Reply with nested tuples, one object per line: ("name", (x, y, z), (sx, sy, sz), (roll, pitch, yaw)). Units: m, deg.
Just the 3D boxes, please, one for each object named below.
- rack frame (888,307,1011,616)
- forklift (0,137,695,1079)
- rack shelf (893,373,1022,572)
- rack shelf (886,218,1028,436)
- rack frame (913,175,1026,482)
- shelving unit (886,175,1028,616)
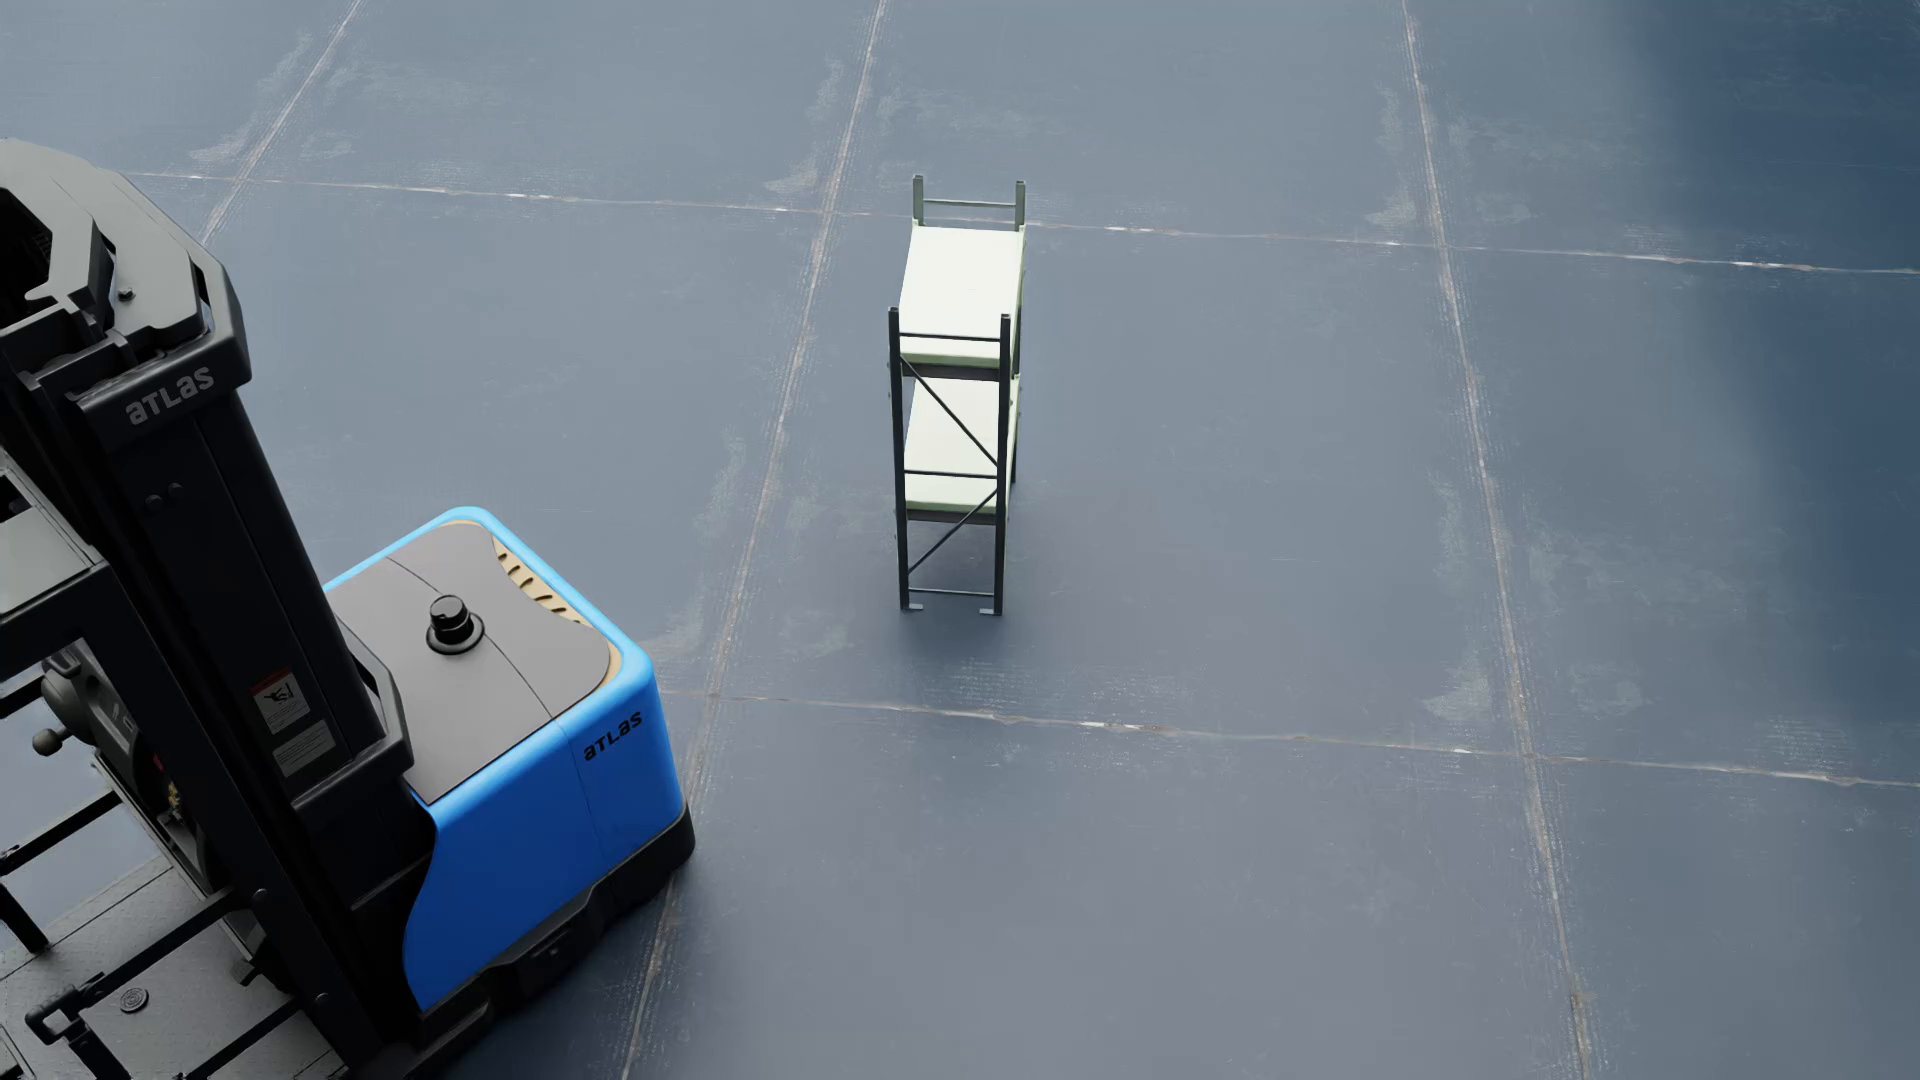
("rack frame", (-0.034, -0.232, 5.946), (0.400, 1.500, 0.023), (4, 48, 4))
("forklift", (-2.305, 0.619, 4.198), (3.031, 2.935, 1.130), (-36, 57, -28))
("rack shelf", (-0.001, -0.281, 6.433), (0.431, 0.370, 0.720), (4, 48, 4))
("rack shelf", (-0.001, -0.765, 5.904), (0.431, 0.370, 0.720), (4, 48, 4))
("rack frame", (0.033, -0.770, 6.438), (0.400, 1.500, 0.023), (4, 48, 4))
("shelving unit", (-0.001, -0.501, 6.192), (0.431, 1.500, 0.755), (4, 48, 4))
